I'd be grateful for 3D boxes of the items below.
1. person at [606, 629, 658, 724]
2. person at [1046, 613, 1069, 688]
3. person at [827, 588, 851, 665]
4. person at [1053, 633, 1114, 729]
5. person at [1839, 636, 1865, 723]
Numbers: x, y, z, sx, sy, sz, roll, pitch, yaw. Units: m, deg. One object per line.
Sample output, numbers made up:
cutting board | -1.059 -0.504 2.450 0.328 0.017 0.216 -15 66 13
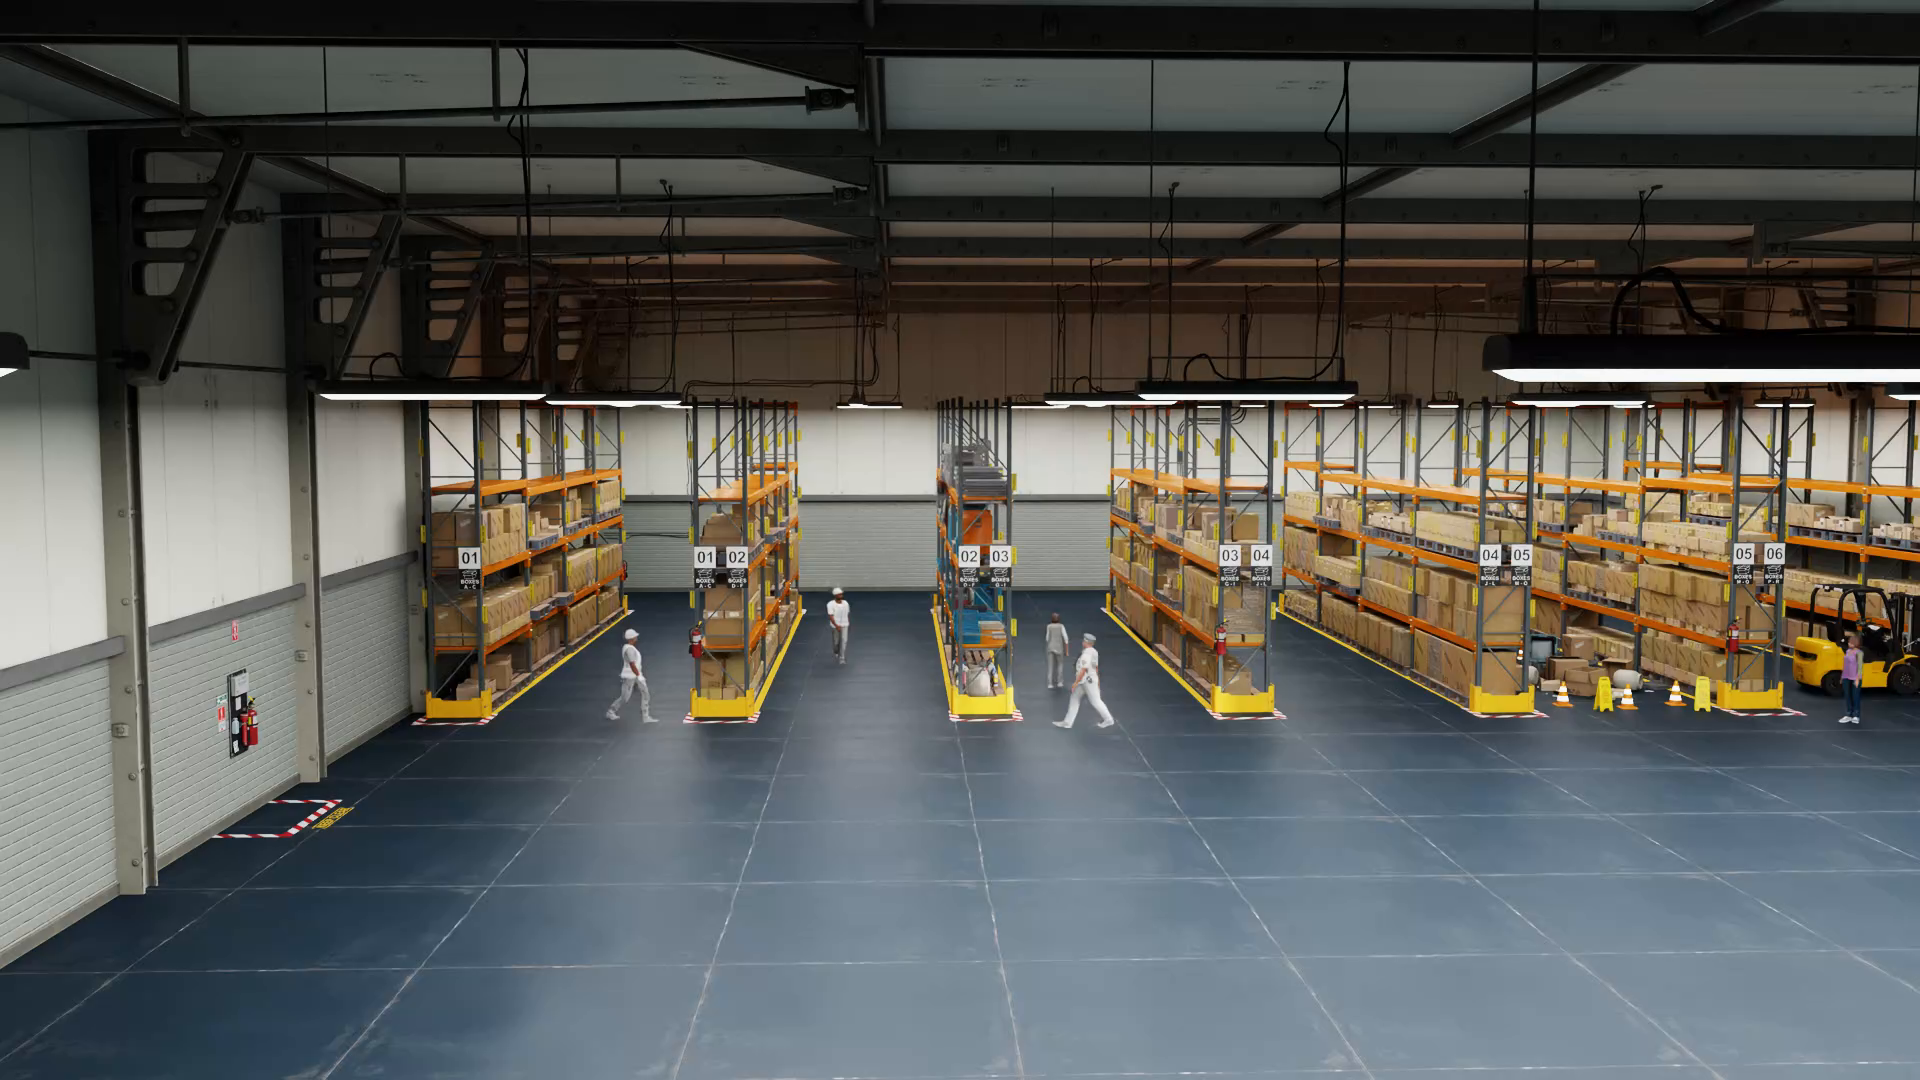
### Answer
person | -6.026 2.506 30.455 0.985 1.747 0.485 2 5 20
person | 2.010 2.316 34.420 0.537 1.632 0.716 2 5 23
person | -2.725 1.947 37.673 0.556 1.709 0.960 -1 4 -9
person | 2.245 2.541 29.917 1.036 1.729 0.526 -1 5 -18
person | 16.415 2.567 30.591 0.357 1.613 0.456 -2 5 -28
